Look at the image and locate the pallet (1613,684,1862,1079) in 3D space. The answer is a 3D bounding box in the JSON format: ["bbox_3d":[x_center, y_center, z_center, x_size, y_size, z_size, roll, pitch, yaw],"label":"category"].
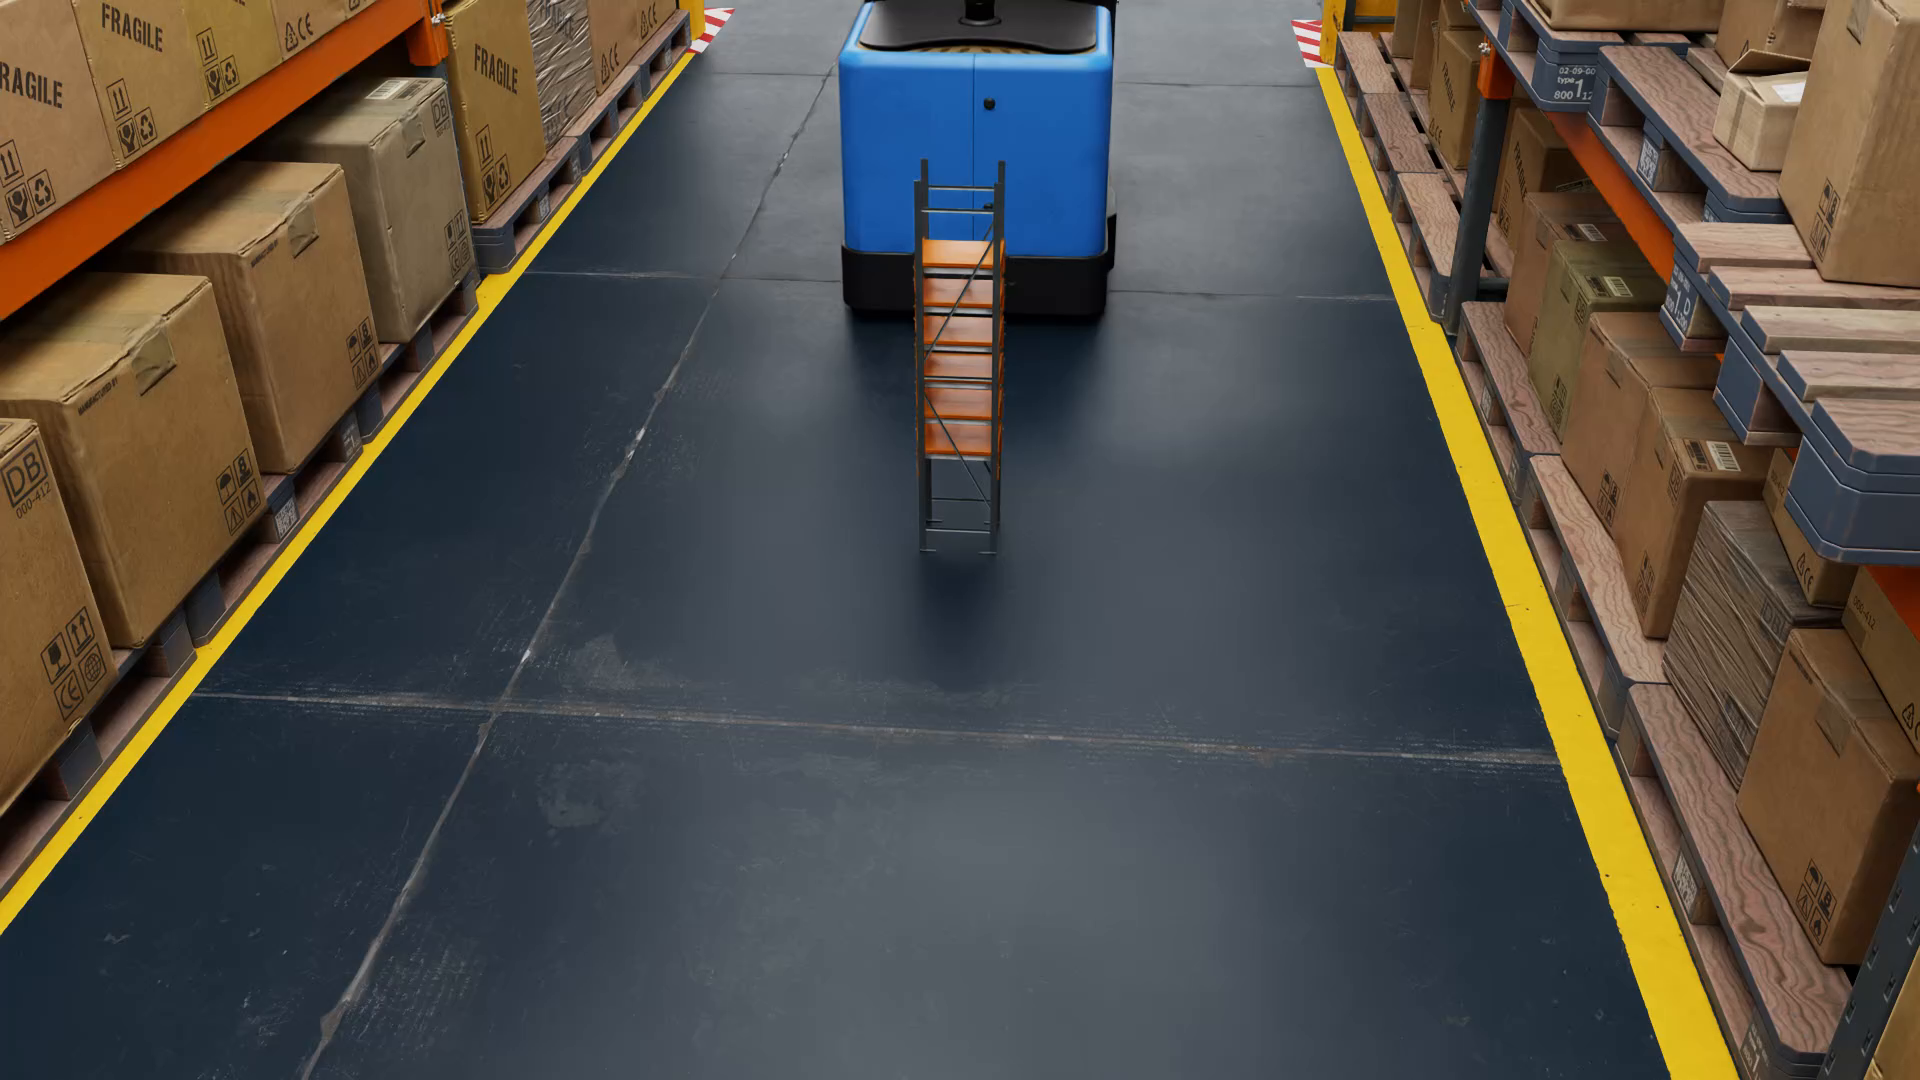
[{"bbox_3d":[2.157,0.788,3.769,1.003,0.211,1.213,2,32,4],"label":"pallet"}]

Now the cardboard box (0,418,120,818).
[{"bbox_3d":[-2.704,0.210,3.795,1.050,0.750,0.750,2,32,3],"label":"cardboard box"}]

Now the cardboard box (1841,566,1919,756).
[{"bbox_3d":[2.116,0.216,3.289,0.500,0.250,0.500,4,32,6],"label":"cardboard box"}]

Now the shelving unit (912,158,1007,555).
[{"bbox_3d":[0.001,-0.518,4.947,0.258,1.200,0.189,2,32,4],"label":"shelving unit"}]

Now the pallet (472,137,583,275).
[{"bbox_3d":[-2.378,-1.554,7.570,1.003,0.211,1.213,2,32,4],"label":"pallet"}]

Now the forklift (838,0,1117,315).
[{"bbox_3d":[0.147,-2.878,7.126,1.130,2.935,3.031,2,32,3],"label":"forklift"}]

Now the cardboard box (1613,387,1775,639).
[{"bbox_3d":[2.198,-0.052,4.438,0.700,0.500,0.500,5,32,8],"label":"cardboard box"}]

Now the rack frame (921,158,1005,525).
[{"bbox_3d":[0.009,-0.566,5.025,0.240,1.200,0.006,2,32,4],"label":"rack frame"}]

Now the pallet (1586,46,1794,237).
[{"bbox_3d":[2.212,-0.945,4.108,1.003,0.211,1.213,2,32,4],"label":"pallet"}]

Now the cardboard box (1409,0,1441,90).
[{"bbox_3d":[2.661,-2.648,8.670,0.500,0.500,0.500,11,33,17],"label":"cardboard box"}]

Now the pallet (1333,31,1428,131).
[{"bbox_3d":[2.636,-2.523,9.143,1.003,0.211,1.213,2,32,4],"label":"pallet"}]

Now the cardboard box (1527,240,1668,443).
[{"bbox_3d":[2.288,-0.636,5.386,0.700,0.500,0.500,2,32,4],"label":"cardboard box"}]

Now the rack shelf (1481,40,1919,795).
[{"bbox_3d":[2.255,-0.730,4.261,1.077,0.370,4.000,2,32,4],"label":"rack shelf"}]

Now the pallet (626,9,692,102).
[{"bbox_3d":[-2.179,-2.829,9.640,1.003,0.211,1.213,2,32,4],"label":"pallet"}]

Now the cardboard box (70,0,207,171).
[{"bbox_3d":[-2.415,-1.311,4.422,0.500,0.500,0.500,2,32,3],"label":"cardboard box"}]

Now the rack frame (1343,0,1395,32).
[{"bbox_3d":[2.743,-4.173,9.163,1.000,3.000,0.127,2,32,4],"label":"rack frame"}]

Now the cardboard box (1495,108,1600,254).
[{"bbox_3d":[2.490,-1.404,6.651,0.500,0.500,0.500,2,32,2],"label":"cardboard box"}]

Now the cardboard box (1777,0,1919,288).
[{"bbox_3d":[2.042,-0.792,3.180,0.700,0.500,0.500,7,32,11],"label":"cardboard box"}]

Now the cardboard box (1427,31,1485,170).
[{"bbox_3d":[2.501,-2.032,7.670,0.500,0.500,0.500,0,32,0],"label":"cardboard box"}]

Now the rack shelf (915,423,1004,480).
[{"bbox_3d":[0.001,-0.276,5.097,0.258,0.103,0.180,2,32,4],"label":"rack shelf"}]

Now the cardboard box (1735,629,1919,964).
[{"bbox_3d":[2.126,0.536,3.485,0.700,0.500,0.500,1,32,1],"label":"cardboard box"}]

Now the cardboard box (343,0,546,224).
[{"bbox_3d":[-2.397,-1.947,7.174,0.875,0.875,0.875,3,32,5],"label":"cardboard box"}]

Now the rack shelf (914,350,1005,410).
[{"bbox_3d":[0.001,-0.481,4.971,0.258,0.103,0.180,2,32,4],"label":"rack shelf"}]

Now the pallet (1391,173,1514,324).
[{"bbox_3d":[2.437,-1.247,7.073,1.003,0.211,1.213,2,32,4],"label":"pallet"}]

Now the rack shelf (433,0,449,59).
[{"bbox_3d":[-2.355,-3.086,8.084,1.077,0.370,4.000,2,32,4],"label":"rack shelf"}]

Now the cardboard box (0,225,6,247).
[{"bbox_3d":[-2.499,-0.787,3.572,0.500,0.500,0.500,2,32,4],"label":"cardboard box"}]

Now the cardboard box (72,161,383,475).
[{"bbox_3d":[-2.561,-0.735,5.327,1.050,0.750,0.750,2,32,4],"label":"cardboard box"}]

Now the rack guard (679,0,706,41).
[{"bbox_3d":[-2.190,-3.386,10.269,1.175,0.500,0.348,2,32,4],"label":"rack guard"}]

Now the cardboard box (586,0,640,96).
[{"bbox_3d":[-2.251,-2.895,8.713,0.875,0.875,0.875,2,32,3],"label":"cardboard box"}]

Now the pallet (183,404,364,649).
[{"bbox_3d":[-2.602,-0.113,5.232,1.003,0.211,1.213,2,32,4],"label":"pallet"}]

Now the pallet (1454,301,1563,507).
[{"bbox_3d":[2.356,-0.487,5.840,1.003,0.211,1.213,2,32,4],"label":"pallet"}]

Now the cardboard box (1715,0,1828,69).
[{"bbox_3d":[2.368,-1.394,4.154,0.797,0.503,0.637,6,32,9],"label":"cardboard box"}]

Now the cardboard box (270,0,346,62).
[{"bbox_3d":[-2.335,-1.841,5.282,0.500,0.500,0.500,2,32,3],"label":"cardboard box"}]

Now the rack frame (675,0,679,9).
[{"bbox_3d":[-2.192,-4.438,9.592,1.000,3.000,0.127,2,32,4],"label":"rack frame"}]

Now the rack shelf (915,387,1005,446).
[{"bbox_3d":[0.001,-0.378,5.034,0.258,0.103,0.180,2,32,4],"label":"rack shelf"}]
